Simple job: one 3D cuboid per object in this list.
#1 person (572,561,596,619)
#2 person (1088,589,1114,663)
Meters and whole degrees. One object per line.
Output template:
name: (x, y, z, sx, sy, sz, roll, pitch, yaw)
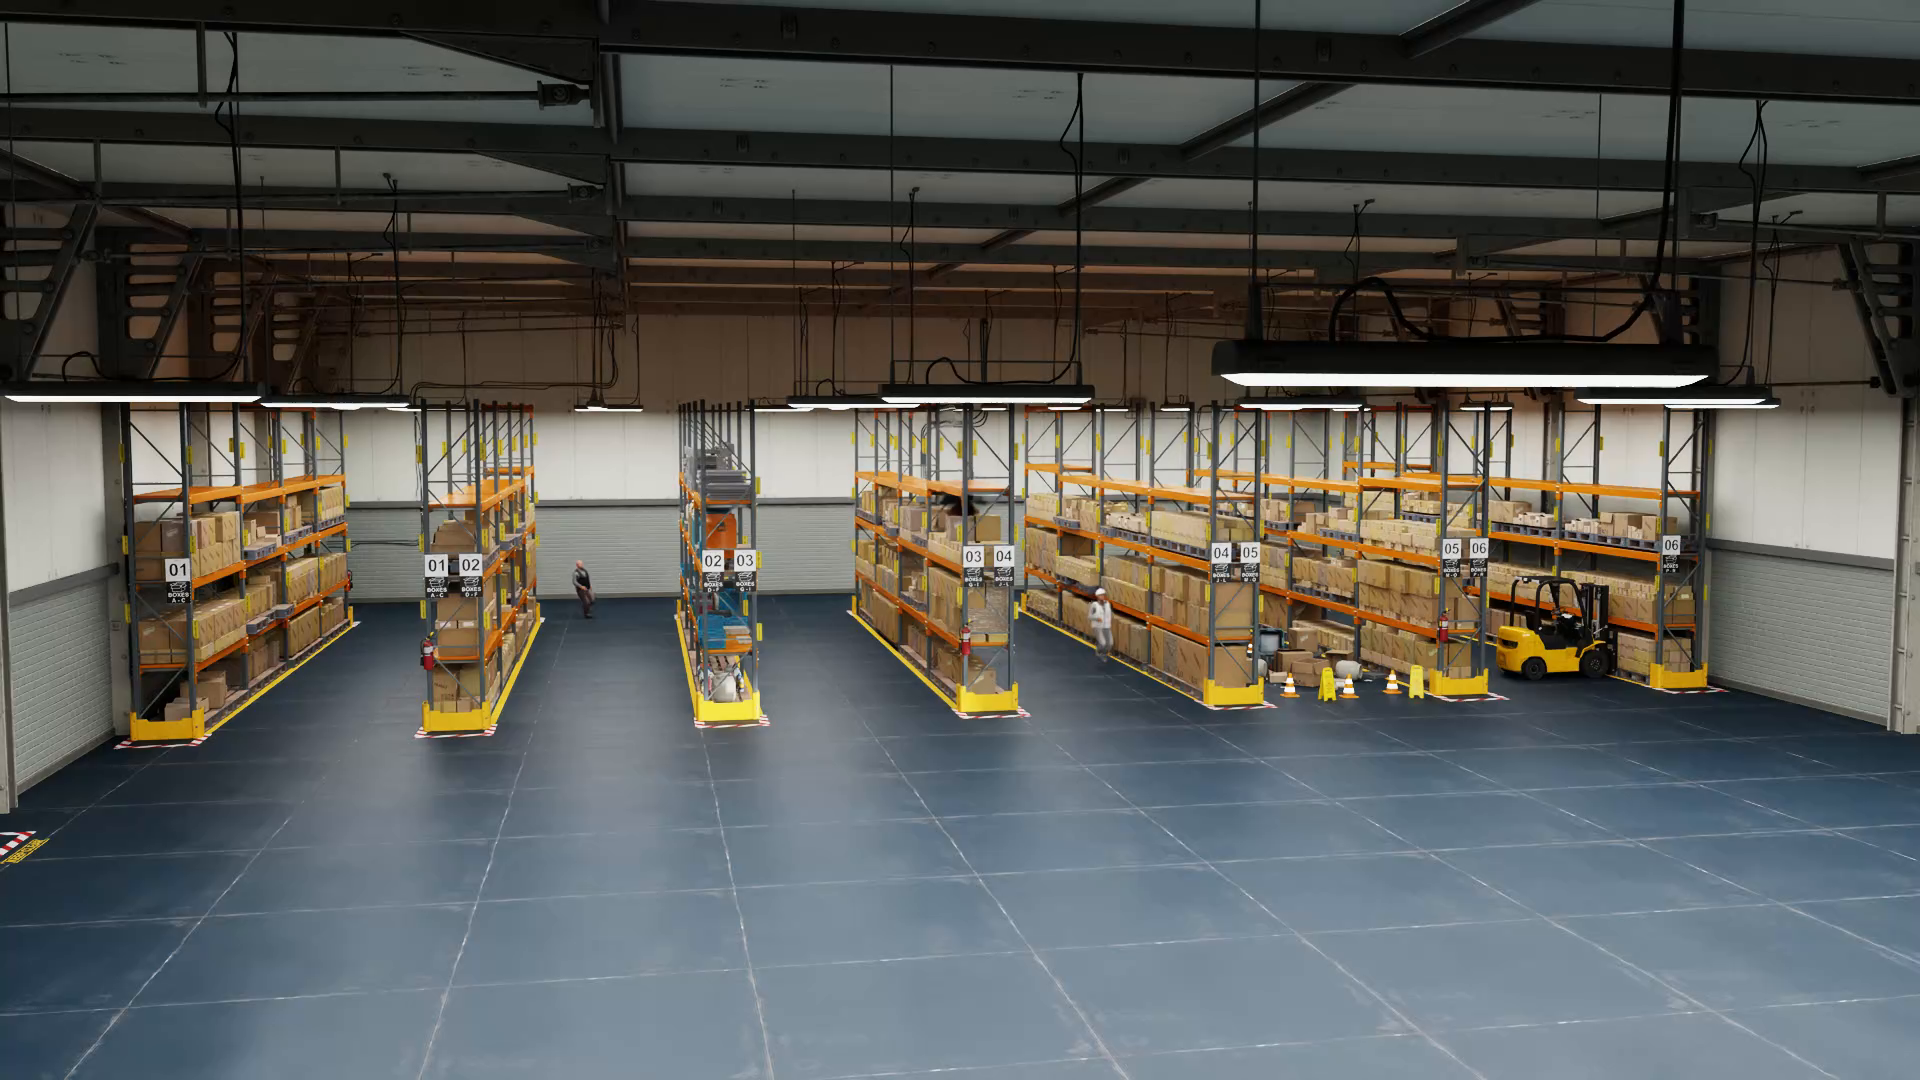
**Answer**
person: (-10.492, 1.399, 46.421, 0.547, 1.653, 0.685, 4, 6, 40)
person: (3.202, 1.937, 37.226, 0.647, 1.694, 0.596, -1, 5, -19)
